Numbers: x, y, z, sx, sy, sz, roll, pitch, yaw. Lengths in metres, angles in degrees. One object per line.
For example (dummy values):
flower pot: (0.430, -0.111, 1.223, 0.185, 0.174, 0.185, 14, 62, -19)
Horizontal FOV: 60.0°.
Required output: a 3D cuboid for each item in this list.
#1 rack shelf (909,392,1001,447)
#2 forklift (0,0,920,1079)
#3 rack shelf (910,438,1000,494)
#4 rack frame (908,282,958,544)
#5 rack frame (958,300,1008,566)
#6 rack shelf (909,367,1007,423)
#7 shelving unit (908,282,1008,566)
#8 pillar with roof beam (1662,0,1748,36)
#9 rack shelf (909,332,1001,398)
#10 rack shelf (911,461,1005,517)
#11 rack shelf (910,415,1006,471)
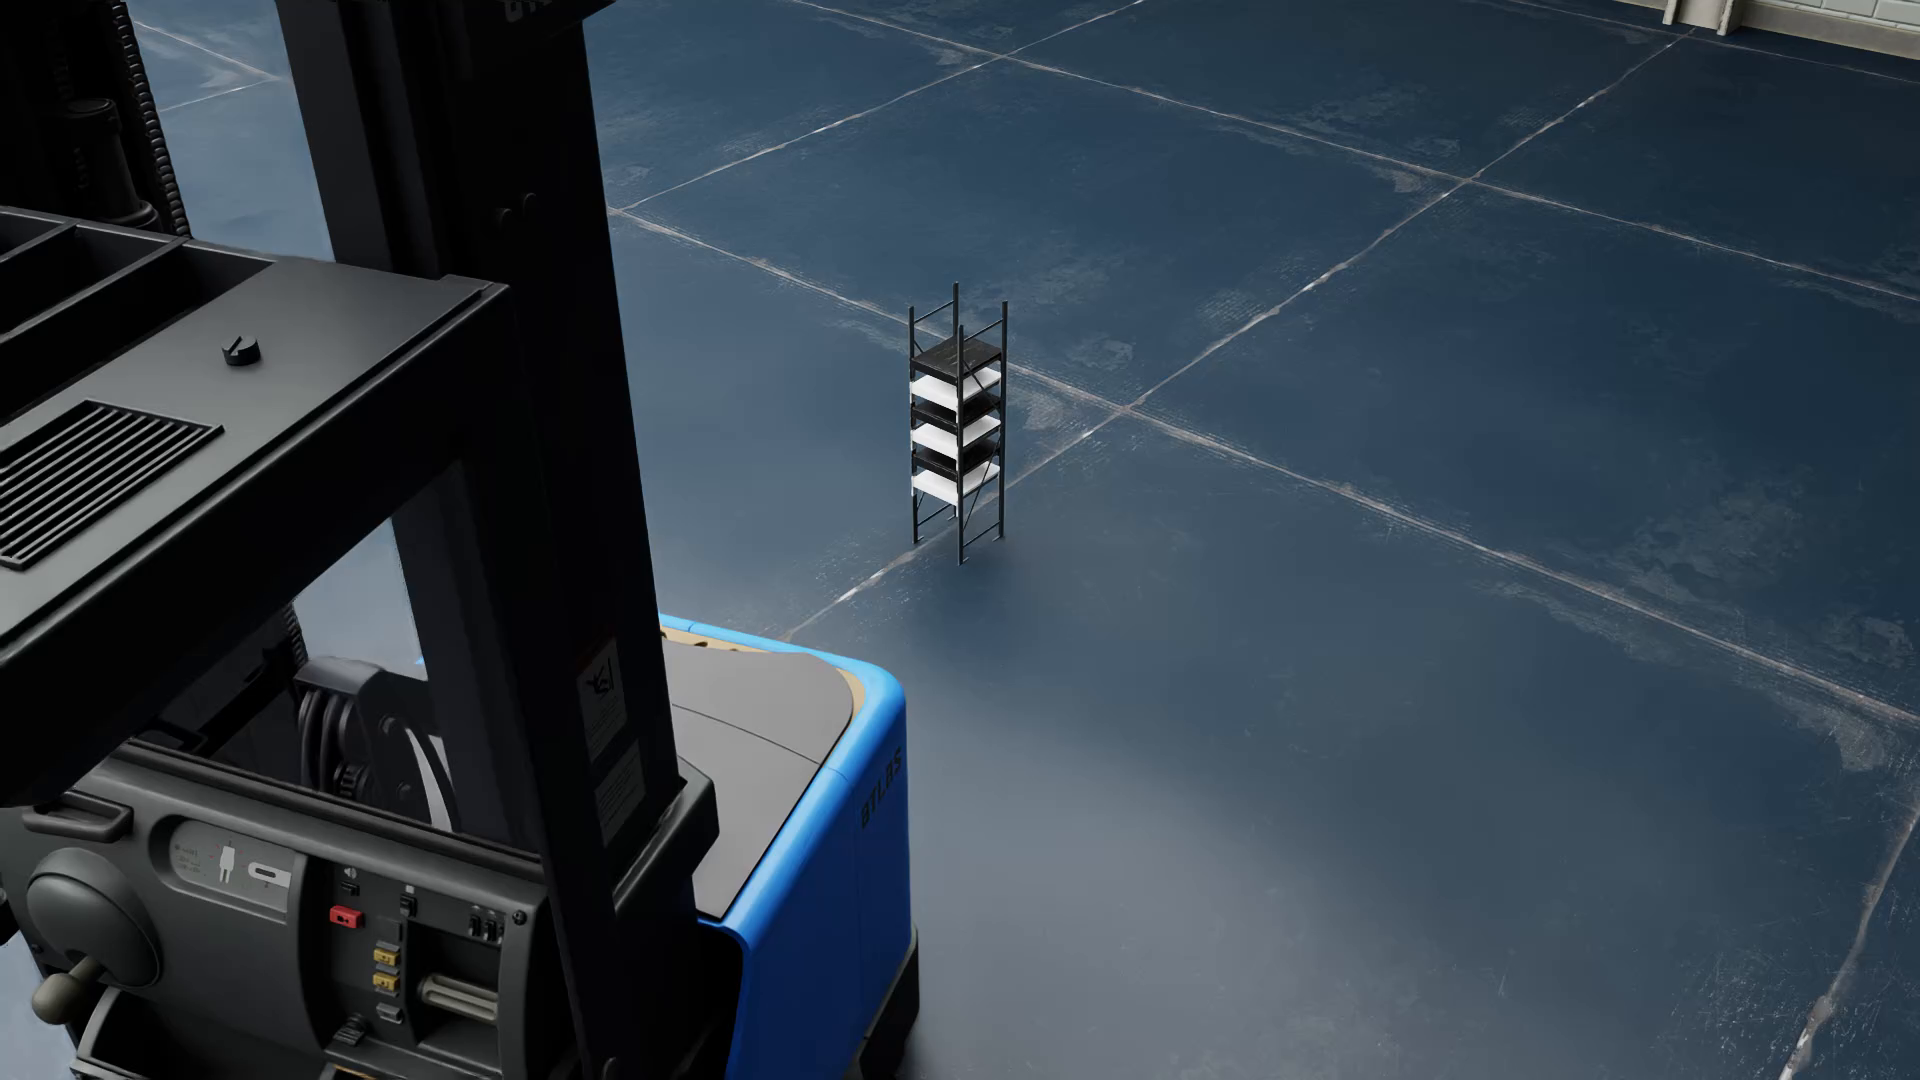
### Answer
rack shelf: (-0.006, -0.421, 5.467, 0.200, 0.077, 0.258, 25, 42, 32)
forklift: (-1.085, 0.634, 2.238, 1.130, 2.935, 3.031, 12, 36, 17)
rack shelf: (-0.006, -0.272, 5.569, 0.200, 0.077, 0.258, 25, 42, 32)
rack frame: (-0.084, -0.411, 5.553, 0.006, 0.900, 0.240, 25, 42, 32)
rack frame: (0.072, -0.337, 5.446, 0.006, 0.900, 0.240, 25, 42, 32)
rack shelf: (-0.006, -0.495, 5.417, 0.200, 0.077, 0.258, 25, 42, 32)
shelving unit: (-0.006, -0.374, 5.500, 0.210, 0.900, 0.258, 25, 42, 32)
pillar with roof beam: (1.931, -5.097, 5.222, 0.400, 9.000, 9.100, 25, 42, 32)
rack shelf: (-0.006, -0.569, 5.366, 0.200, 0.077, 0.258, 25, 42, 32)
rack shelf: (-0.006, -0.198, 5.620, 0.200, 0.077, 0.258, 25, 42, 32)
rack shelf: (-0.006, -0.346, 5.518, 0.200, 0.077, 0.258, 25, 42, 32)
